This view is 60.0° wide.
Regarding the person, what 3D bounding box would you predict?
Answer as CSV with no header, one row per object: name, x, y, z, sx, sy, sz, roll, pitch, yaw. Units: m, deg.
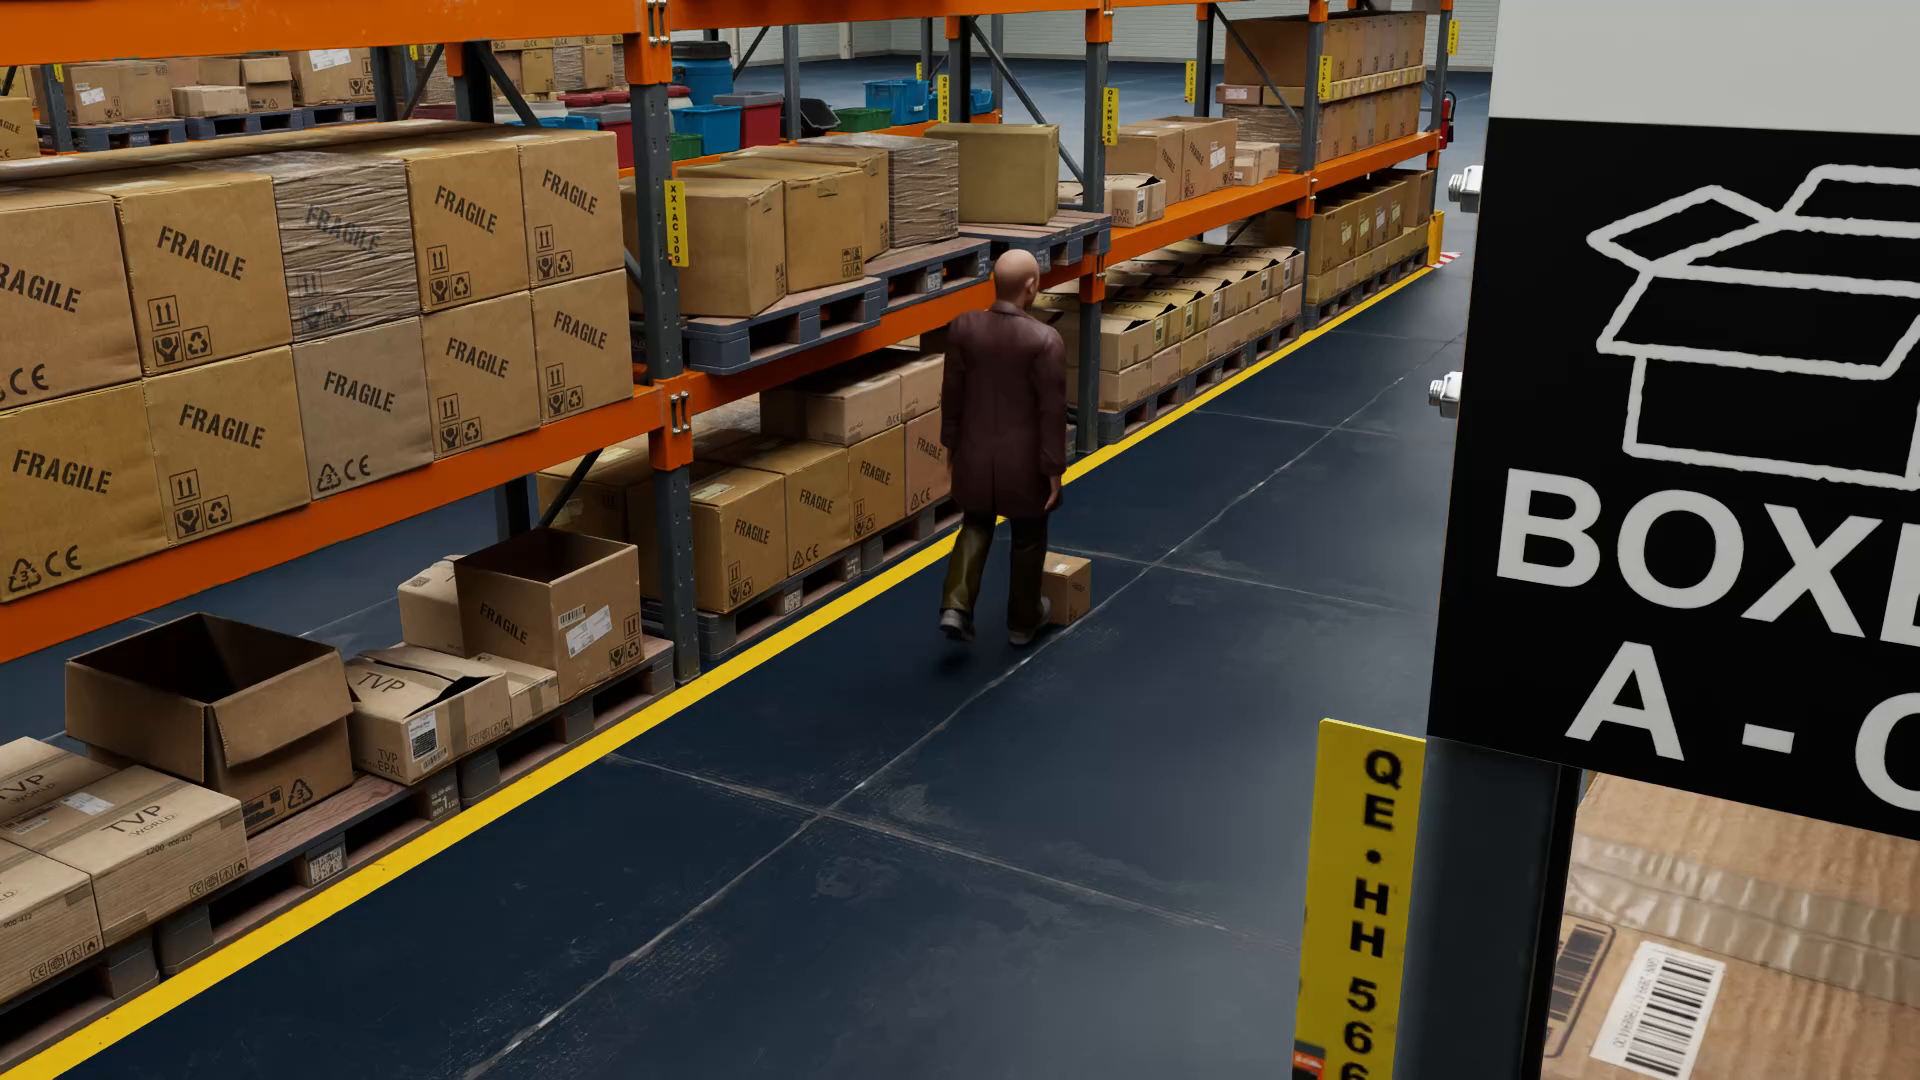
person,0.209,-0.365,7.094,0.606,1.772,0.776,8,21,22
